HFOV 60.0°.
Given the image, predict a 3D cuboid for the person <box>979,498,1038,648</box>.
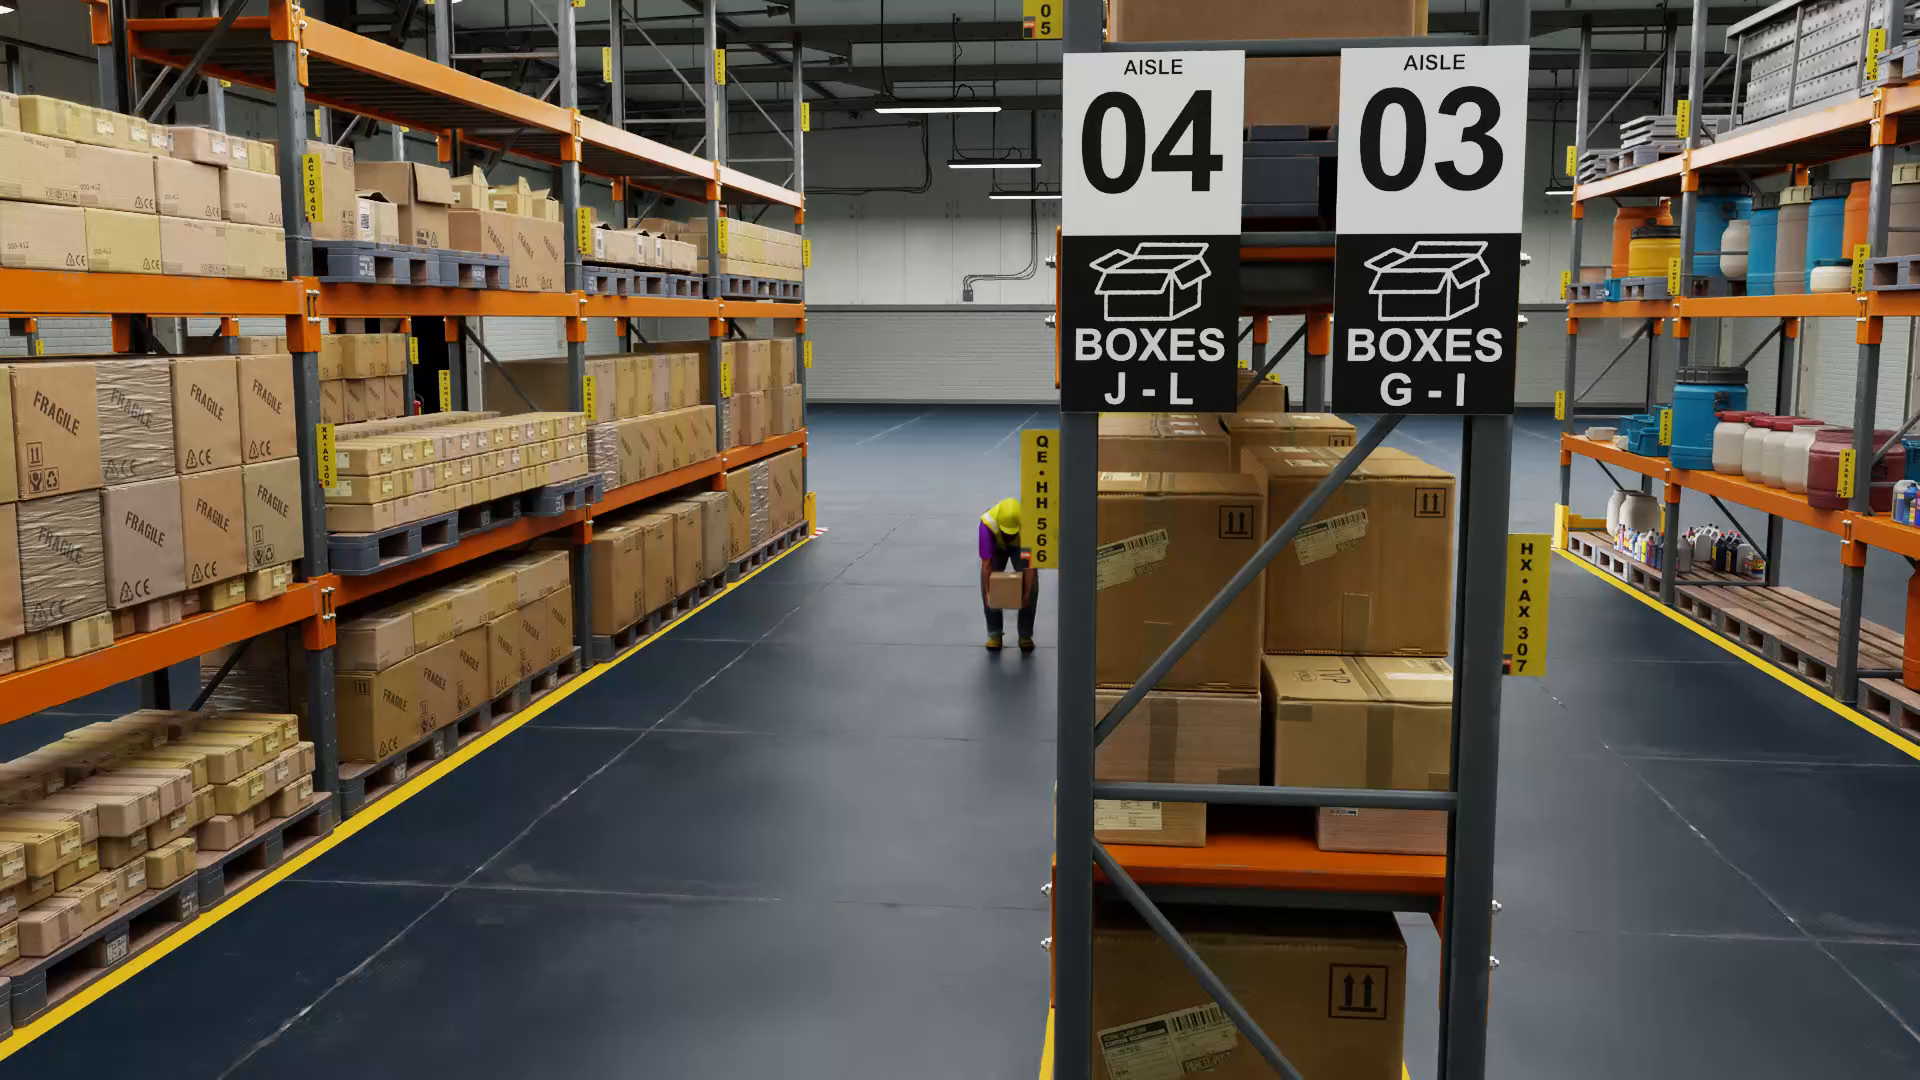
[{"bbox_3d":[0.401,0.257,13.188,0.496,1.256,0.940,0,8,2],"label":"person"}]
